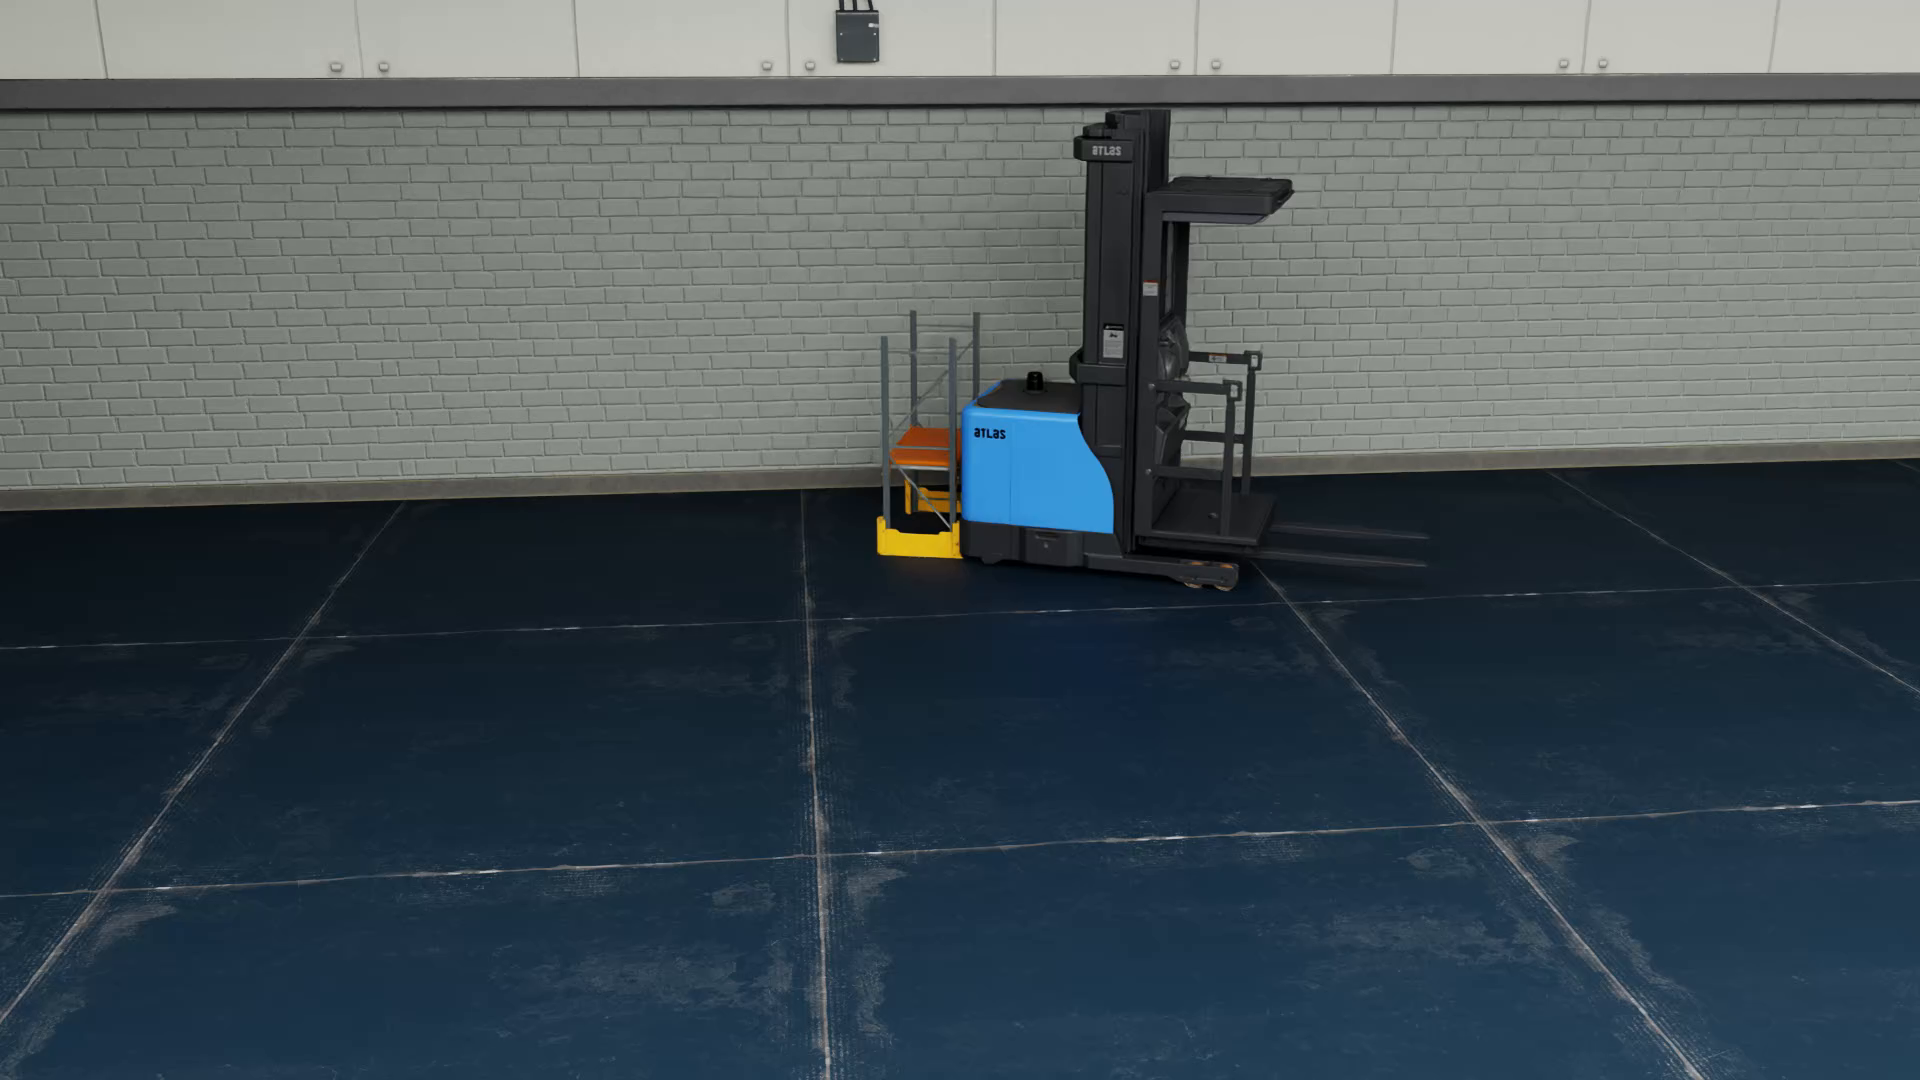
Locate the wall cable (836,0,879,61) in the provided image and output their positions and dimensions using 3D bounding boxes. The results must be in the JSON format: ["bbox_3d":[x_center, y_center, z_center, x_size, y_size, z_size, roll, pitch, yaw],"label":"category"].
[{"bbox_3d":[0.261,-6.347,11.194,2.305,6.003,0.169,-2,18,-6],"label":"wall cable"}]

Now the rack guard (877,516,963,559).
[{"bbox_3d":[-0.272,-0.019,11.320,0.587,0.250,0.087,3,18,9],"label":"rack guard"}]

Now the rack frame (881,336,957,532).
[{"bbox_3d":[-0.273,-0.615,11.132,0.500,1.500,0.032,3,18,9],"label":"rack frame"}]

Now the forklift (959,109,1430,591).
[{"bbox_3d":[1.572,-1.251,10.767,3.031,2.935,1.130,5,18,16],"label":"forklift"}]

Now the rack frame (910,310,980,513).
[{"bbox_3d":[-0.109,-0.916,12.089,0.500,1.500,0.032,3,18,9],"label":"rack frame"}]

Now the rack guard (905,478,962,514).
[{"bbox_3d":[-0.112,-0.313,12.258,0.587,0.250,0.087,3,18,9],"label":"rack guard"}]

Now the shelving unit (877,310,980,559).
[{"bbox_3d":[-0.192,-0.763,11.602,0.587,1.500,1.083,3,18,9],"label":"shelving unit"}]

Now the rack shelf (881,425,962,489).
[{"bbox_3d":[-0.191,-0.594,11.665,0.538,0.185,1.000,3,18,9],"label":"rack shelf"}]
